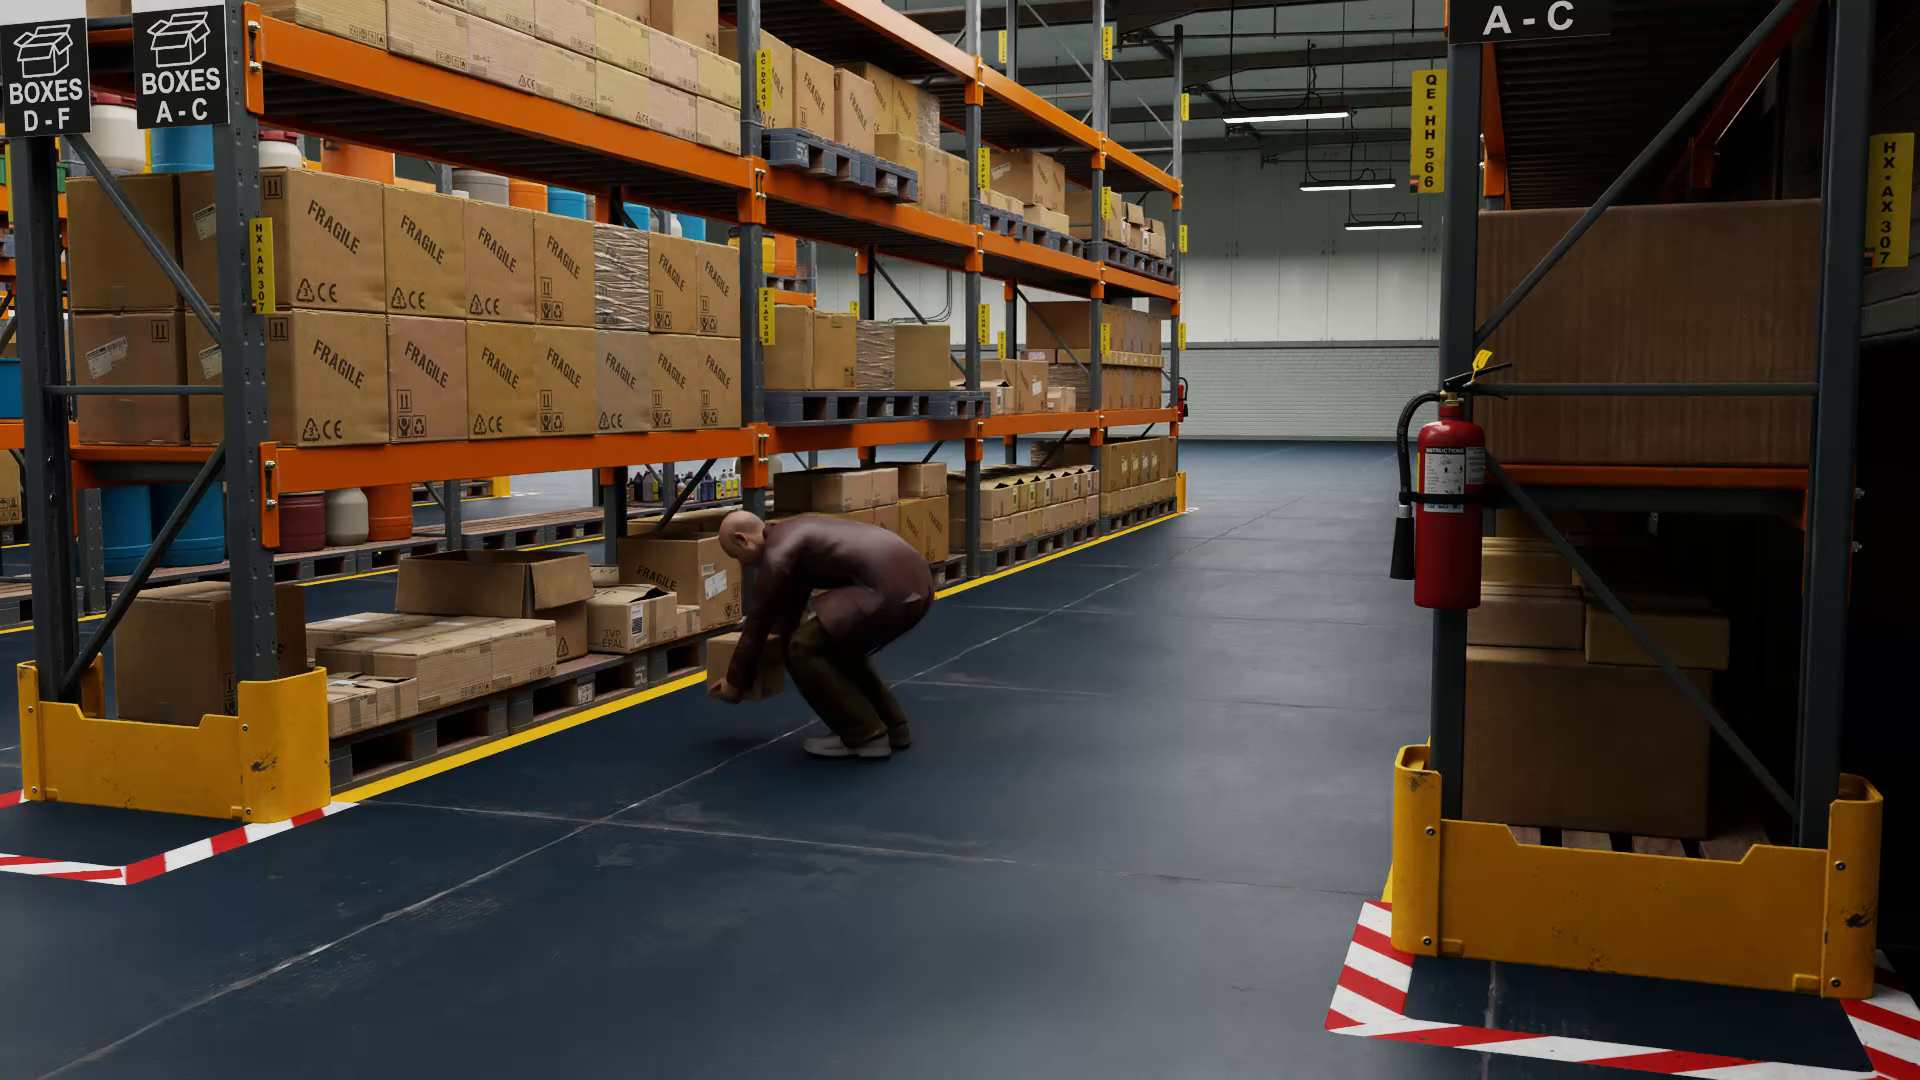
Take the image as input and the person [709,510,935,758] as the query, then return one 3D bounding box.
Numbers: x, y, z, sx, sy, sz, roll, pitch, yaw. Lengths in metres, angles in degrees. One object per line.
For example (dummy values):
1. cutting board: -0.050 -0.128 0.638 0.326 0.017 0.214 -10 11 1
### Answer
1. person: -0.576 0.382 7.001 0.952 1.004 0.594 1 5 16
